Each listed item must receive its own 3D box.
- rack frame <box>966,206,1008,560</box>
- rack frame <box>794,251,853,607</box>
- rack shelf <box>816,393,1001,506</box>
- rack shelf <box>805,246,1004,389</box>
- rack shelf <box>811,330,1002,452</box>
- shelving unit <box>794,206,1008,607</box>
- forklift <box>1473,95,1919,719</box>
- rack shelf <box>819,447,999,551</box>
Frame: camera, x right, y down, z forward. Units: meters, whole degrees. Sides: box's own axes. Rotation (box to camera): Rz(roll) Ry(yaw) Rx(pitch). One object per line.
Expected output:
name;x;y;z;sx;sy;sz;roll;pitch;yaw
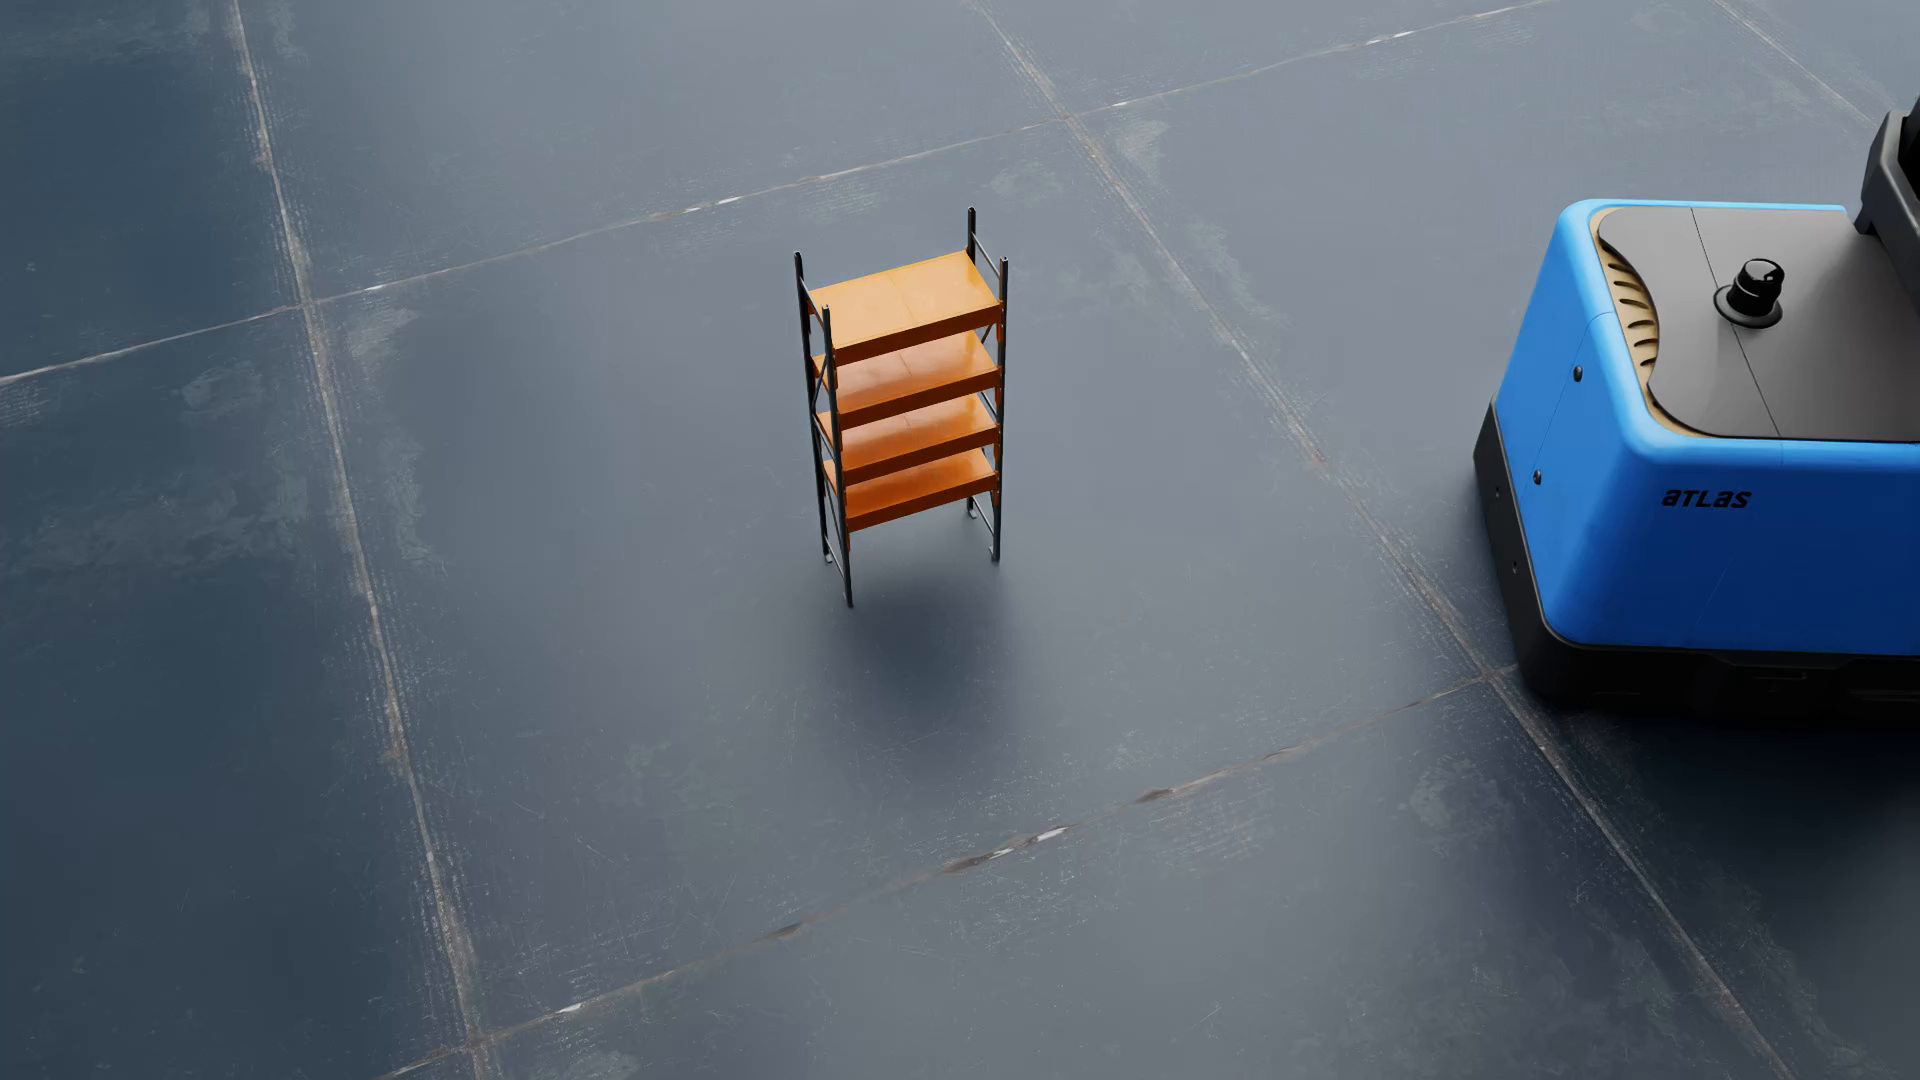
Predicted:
rack frame;0.073;-0.413;4.814;0.015;1.200;0.240;-17;52;-14
rack frame;-0.379;-0.273;4.694;0.015;1.200;0.240;-17;52;-14
rack shelf;-0.153;-0.300;4.805;0.480;0.148;0.258;-17;52;-14
rack shelf;-0.153;-0.599;4.456;0.480;0.148;0.258;-17;52;-14
rack shelf;-0.153;-0.445;4.635;0.480;0.148;0.258;-17;52;-14
shelving unit;-0.153;-0.343;4.754;0.503;1.200;0.258;-17;52;-14
forklift;3.158;-0.805;4.009;3.031;2.935;1.130;2;49;2
rack shelf;-0.153;-0.170;4.956;0.480;0.148;0.258;-17;52;-14
